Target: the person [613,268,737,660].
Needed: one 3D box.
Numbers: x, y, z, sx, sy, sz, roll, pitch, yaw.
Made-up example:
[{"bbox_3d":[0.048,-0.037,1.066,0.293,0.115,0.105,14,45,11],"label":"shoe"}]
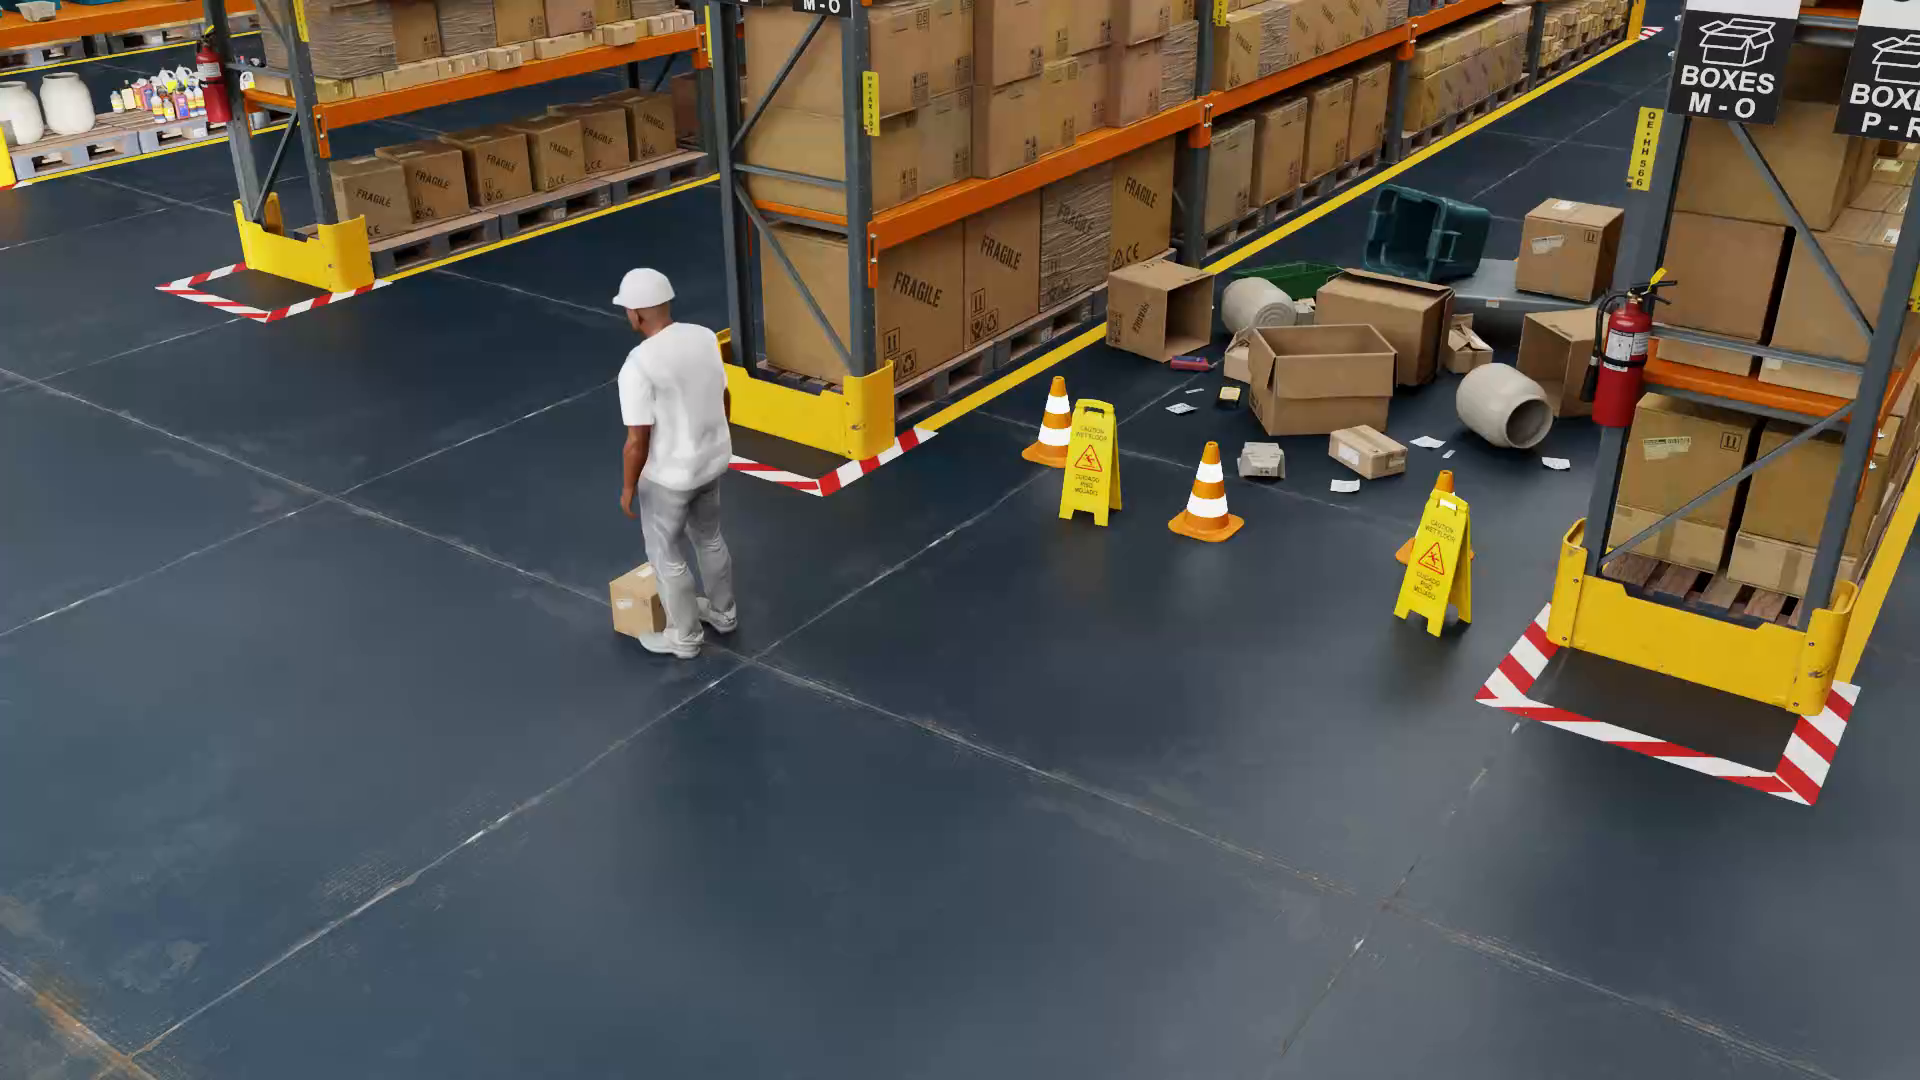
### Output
[{"bbox_3d":[-1.241,-0.330,7.249,0.460,1.761,0.627,17,31,30],"label":"person"}]
